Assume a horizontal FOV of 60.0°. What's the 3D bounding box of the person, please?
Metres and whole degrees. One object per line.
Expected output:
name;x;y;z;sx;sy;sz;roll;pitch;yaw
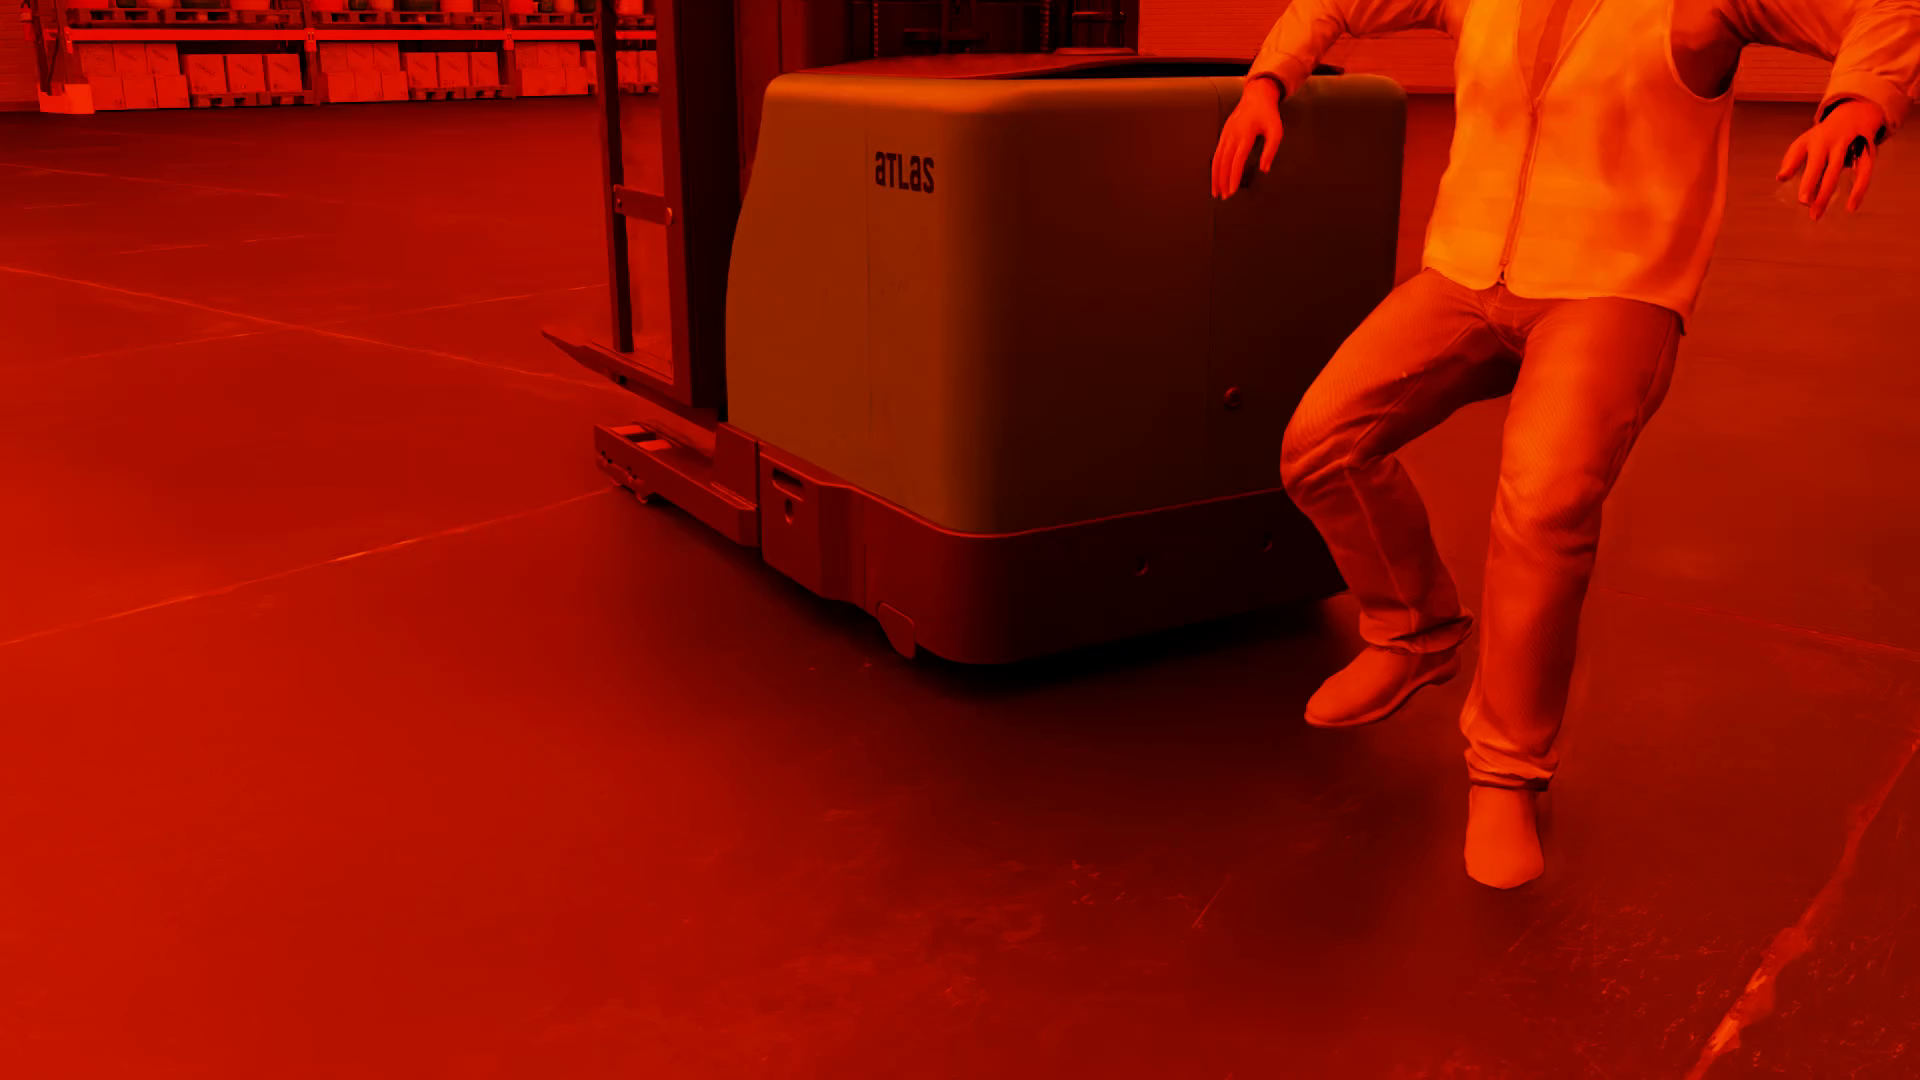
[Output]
person;0.843;-0.389;2.532;0.765;1.641;1.007;-16;23;-42

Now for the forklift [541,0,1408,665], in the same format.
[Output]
forklift;-0.312;-1.555;4.018;1.130;2.935;3.031;-10;19;-29
